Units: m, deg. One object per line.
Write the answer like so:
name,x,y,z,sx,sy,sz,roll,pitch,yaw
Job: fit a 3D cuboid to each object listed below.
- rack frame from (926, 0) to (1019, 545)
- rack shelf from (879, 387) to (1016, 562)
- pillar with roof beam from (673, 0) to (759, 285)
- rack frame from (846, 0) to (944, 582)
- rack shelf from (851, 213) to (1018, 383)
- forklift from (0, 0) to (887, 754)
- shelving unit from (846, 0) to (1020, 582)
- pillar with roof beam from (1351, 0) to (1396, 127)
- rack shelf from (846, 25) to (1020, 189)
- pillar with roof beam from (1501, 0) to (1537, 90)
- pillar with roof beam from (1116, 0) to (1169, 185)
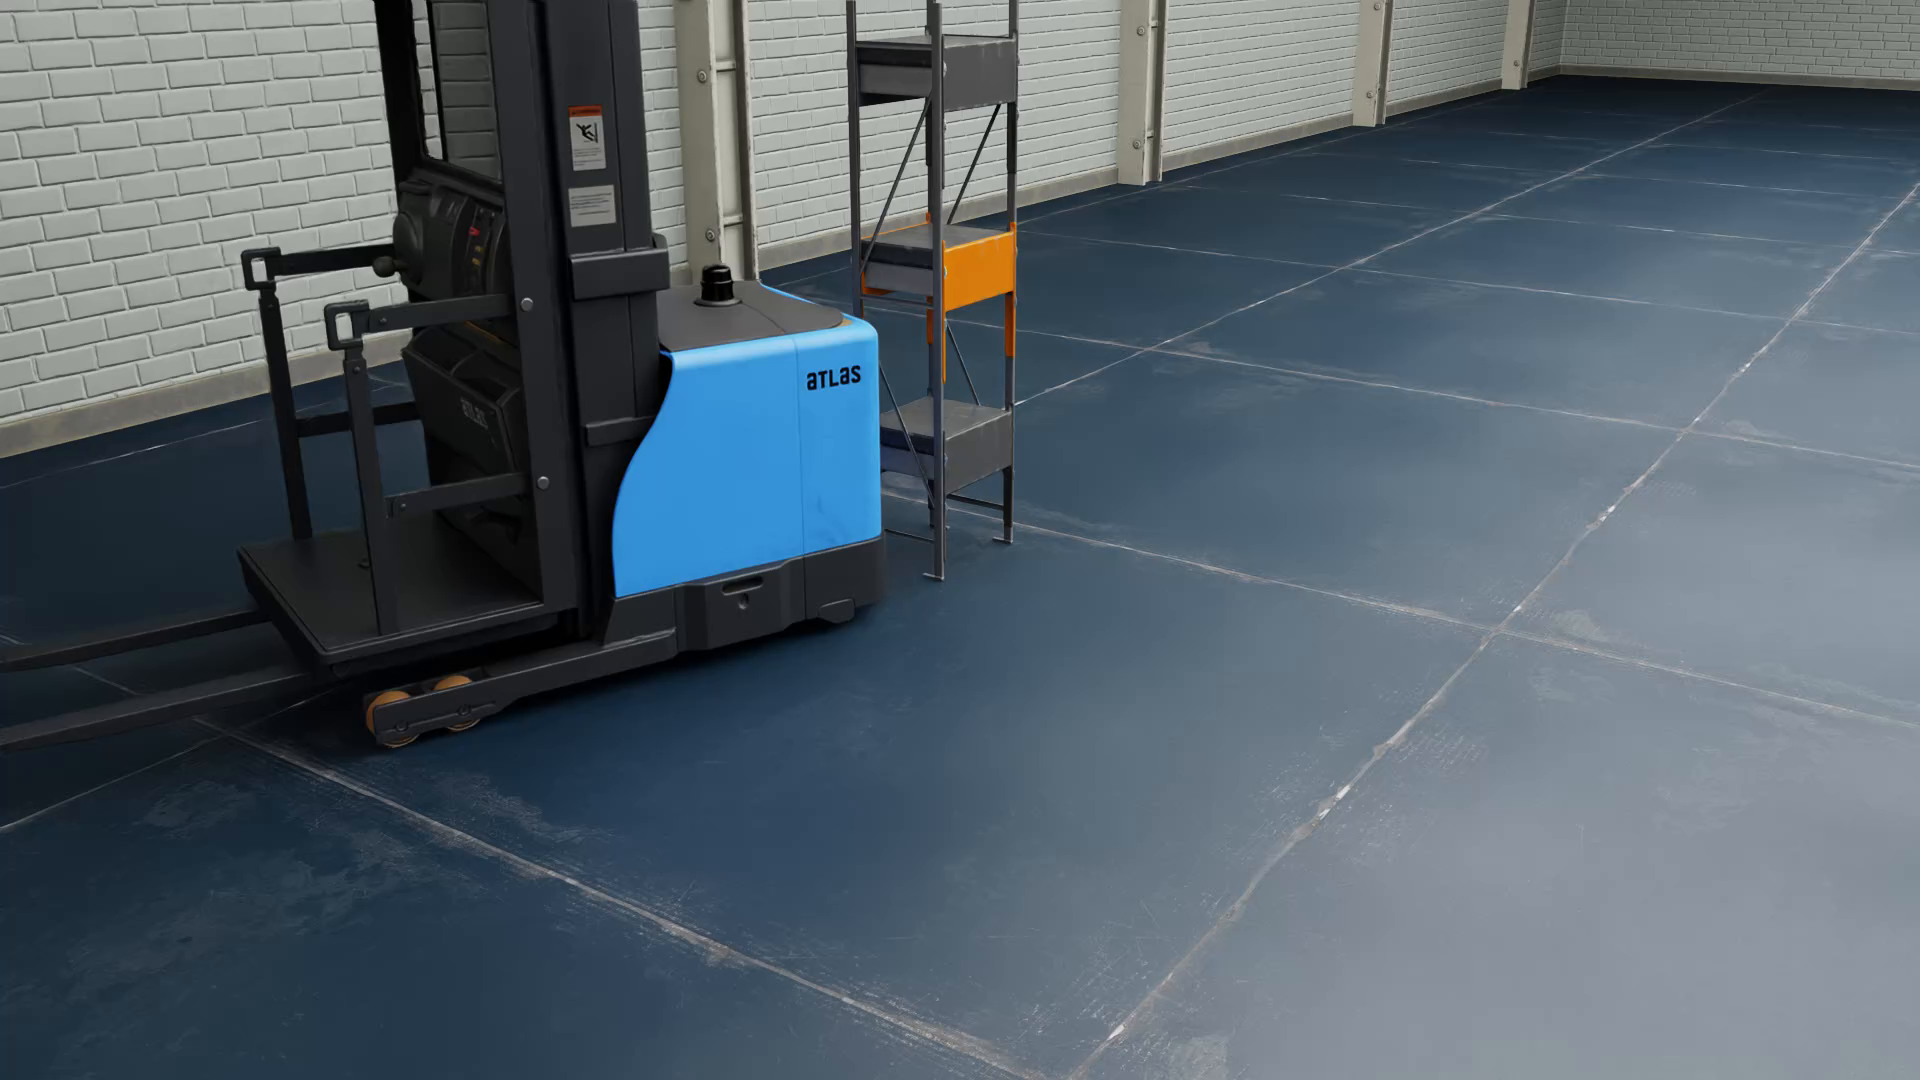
rack frame,0.044,-1.007,6.462,0.400,2.100,0.015,13,24,32
rack shelf,-0.093,-0.268,6.520,0.431,0.518,0.480,13,24,32
pillar with roof beam,1.925,-5.150,7.718,9.100,9.000,0.400,13,24,32
rack frame,-0.230,-0.867,6.083,0.400,2.100,0.015,13,24,32
rack shelf,-0.093,-0.925,6.277,0.431,0.518,0.480,13,24,32
forklift,-1.770,-0.953,5.116,3.031,2.935,1.130,-13,24,-32
shelving unit,-0.093,-0.937,6.272,0.431,2.100,0.503,13,24,32
pillar with roof beam,8.671,-8.593,17.026,9.100,9.000,0.400,13,24,32
rack shelf,-0.093,-1.581,6.034,0.431,0.518,0.480,13,24,32
pillar with roof beam,12.044,-10.315,21.680,9.100,9.000,0.400,13,24,32
pillar with roof beam,5.298,-6.872,12.372,9.100,9.000,0.400,13,24,32
